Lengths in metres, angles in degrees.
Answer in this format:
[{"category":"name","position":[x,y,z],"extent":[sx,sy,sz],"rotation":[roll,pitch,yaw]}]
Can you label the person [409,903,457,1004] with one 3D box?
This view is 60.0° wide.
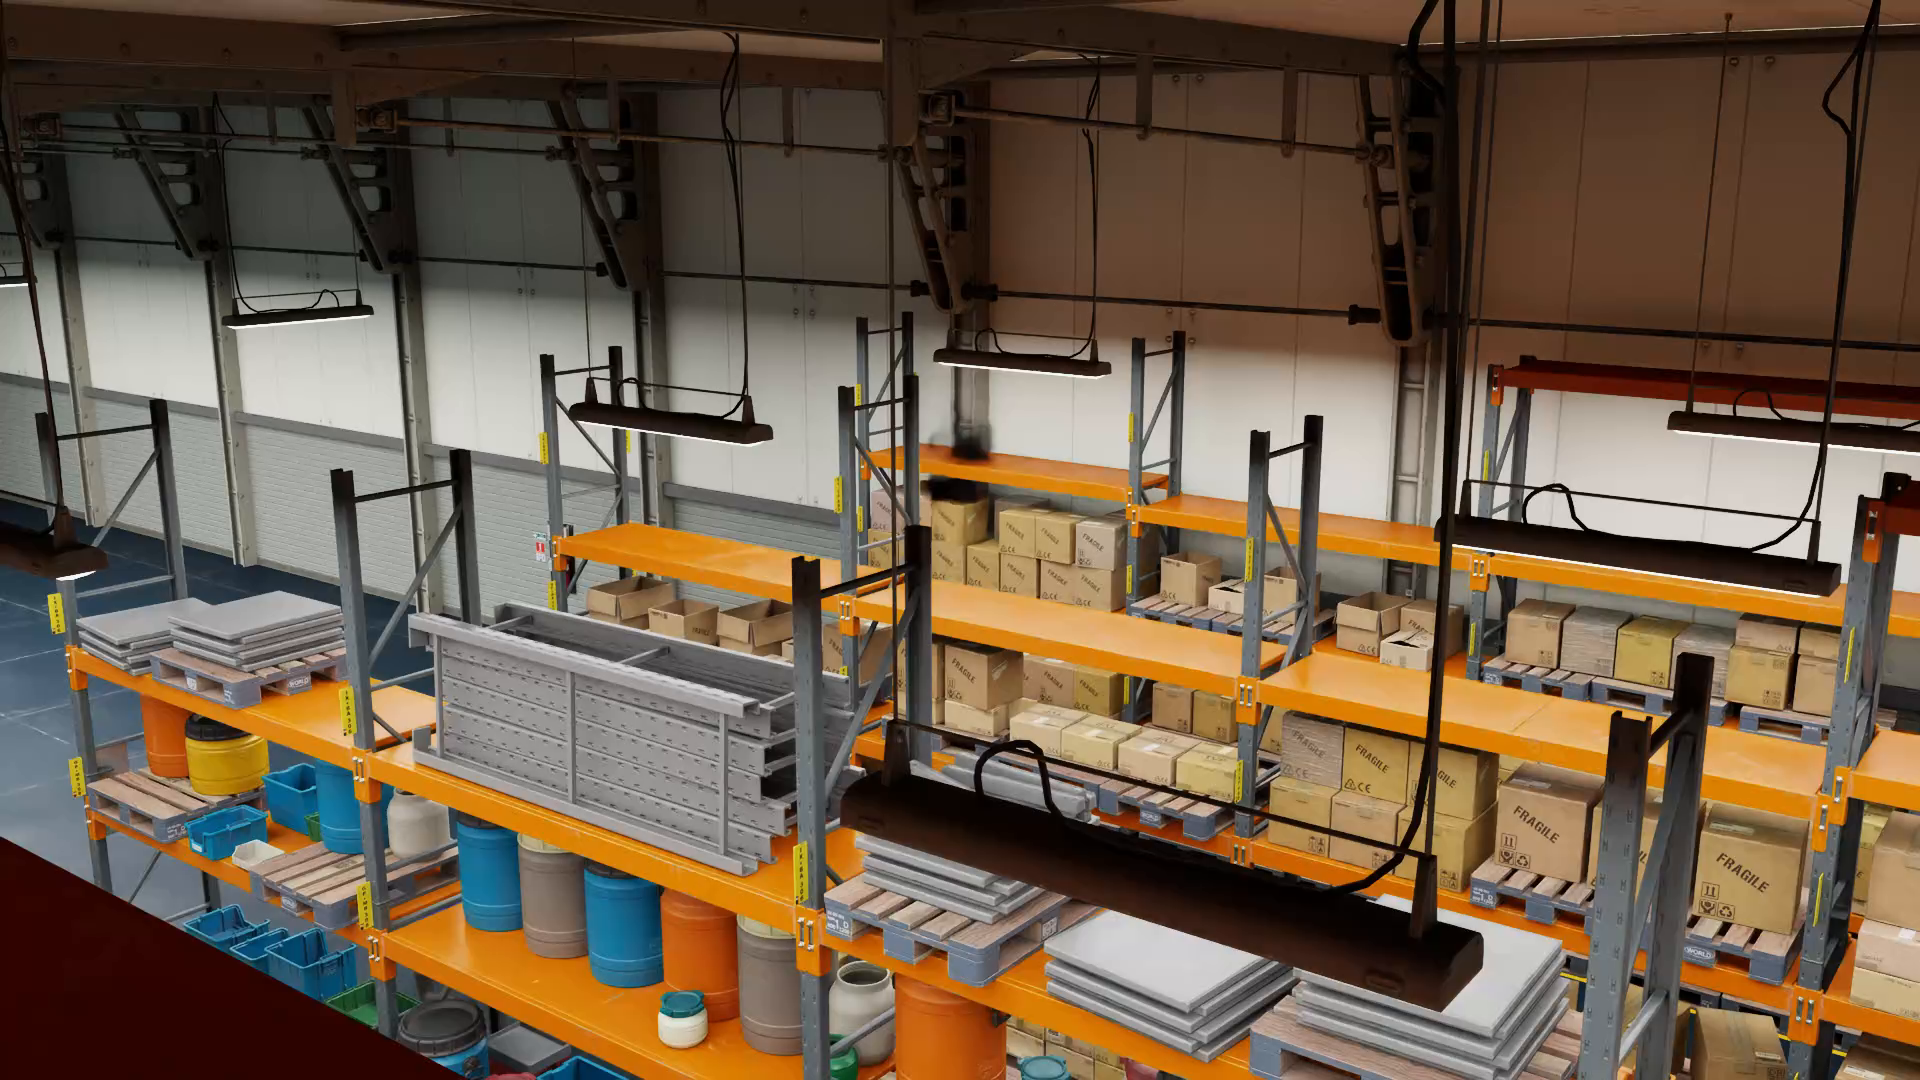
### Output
[{"category":"person","position":[-4.815,3.811,15.236],"extent":[0.756,1.631,0.607],"rotation":[6,14,25]}]
